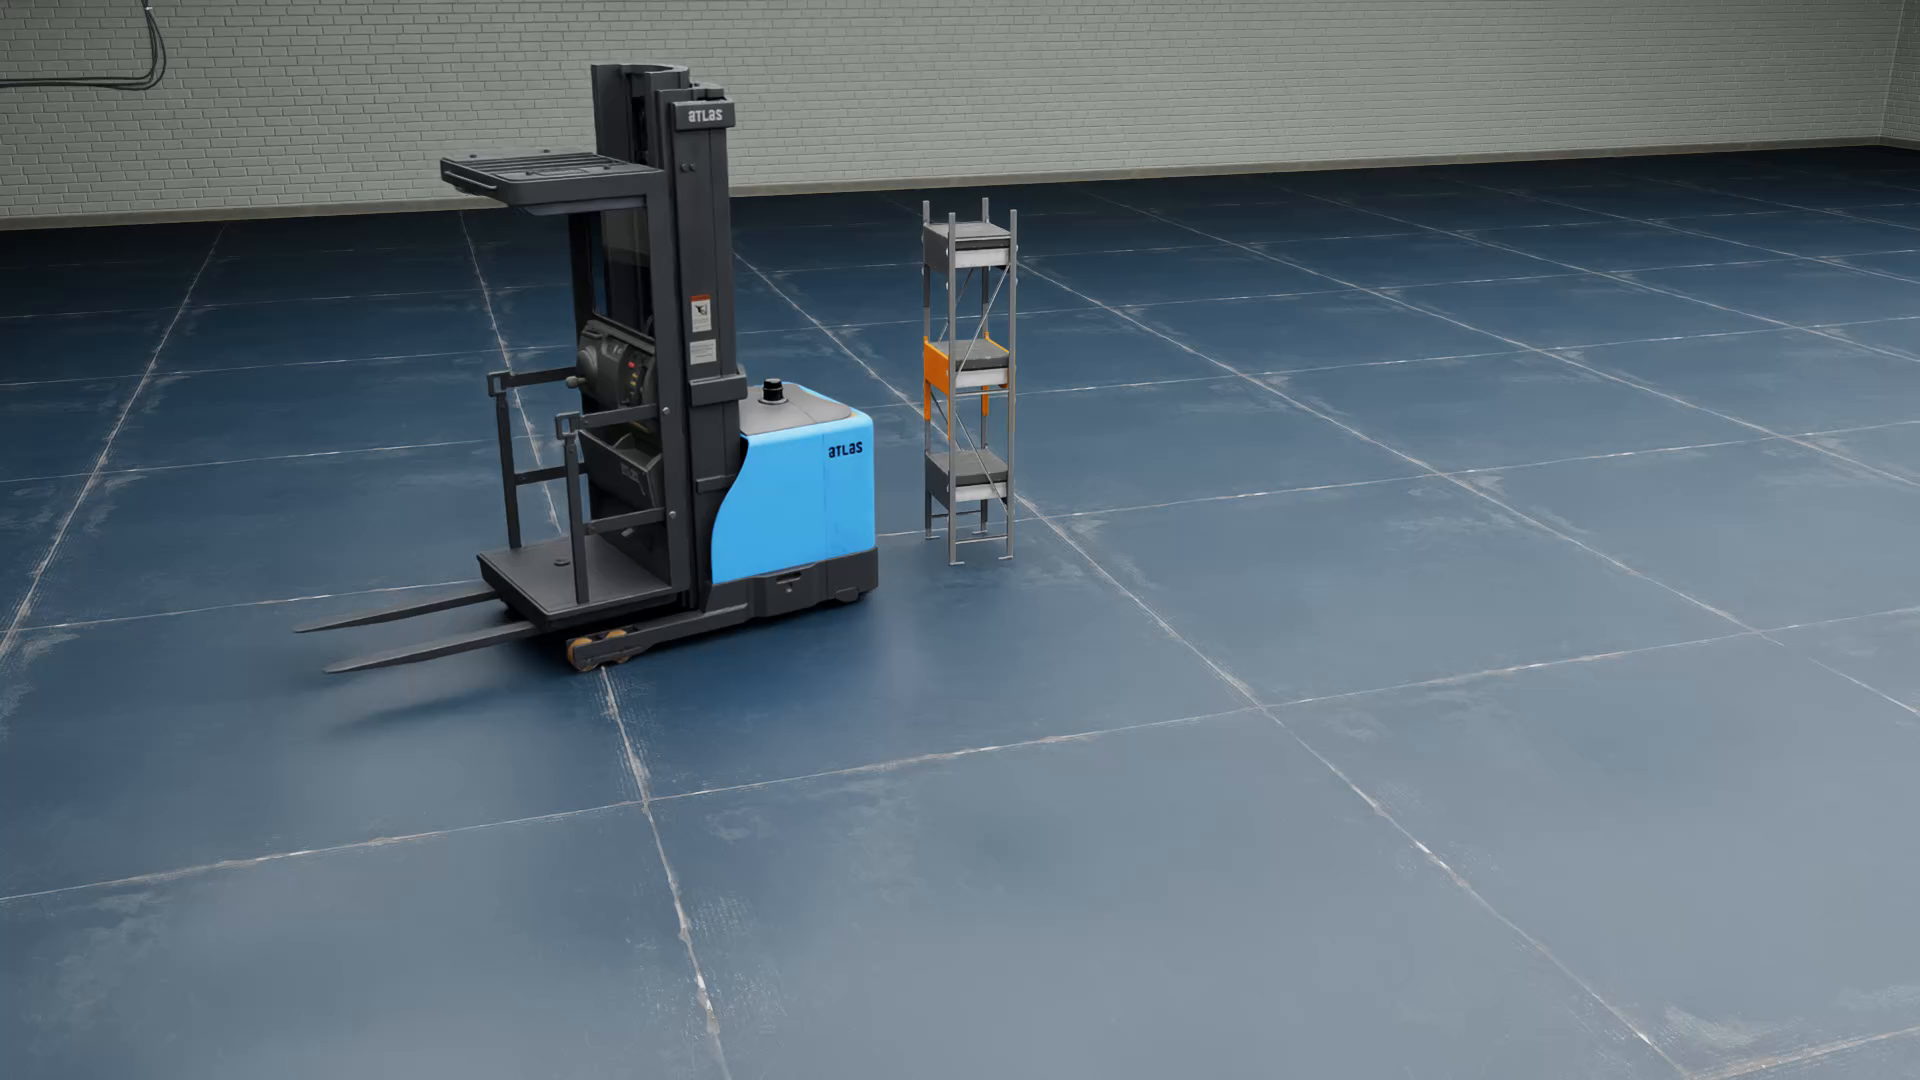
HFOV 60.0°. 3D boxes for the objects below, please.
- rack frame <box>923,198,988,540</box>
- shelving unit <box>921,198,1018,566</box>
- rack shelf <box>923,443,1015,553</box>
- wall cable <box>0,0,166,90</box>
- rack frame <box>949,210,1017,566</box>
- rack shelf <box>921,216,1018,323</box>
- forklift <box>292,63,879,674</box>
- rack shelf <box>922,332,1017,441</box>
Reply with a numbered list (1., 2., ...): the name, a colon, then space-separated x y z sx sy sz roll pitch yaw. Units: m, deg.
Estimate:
1. rack frame: -0.025 -1.013 10.132 0.400 2.100 0.015 -6 21 -17
2. shelving unit: 0.052 -0.935 9.914 0.431 2.100 0.503 -6 21 -17
3. rack shelf: 0.052 -0.263 10.155 0.431 0.518 0.480 -6 21 -17
4. wall cable: -11.754 -6.864 20.809 3.097 2.526 0.112 -6 21 -17
5. rack frame: 0.129 -0.857 9.696 0.400 2.100 0.015 -6 21 -17
6. rack shelf: 0.052 -1.581 9.682 0.431 0.518 0.480 -6 21 -17
7. forklift: -1.974 -0.910 8.613 3.031 2.935 1.130 -13 23 -32
8. rack shelf: 0.052 -0.922 9.918 0.431 0.518 0.480 -6 21 -17
